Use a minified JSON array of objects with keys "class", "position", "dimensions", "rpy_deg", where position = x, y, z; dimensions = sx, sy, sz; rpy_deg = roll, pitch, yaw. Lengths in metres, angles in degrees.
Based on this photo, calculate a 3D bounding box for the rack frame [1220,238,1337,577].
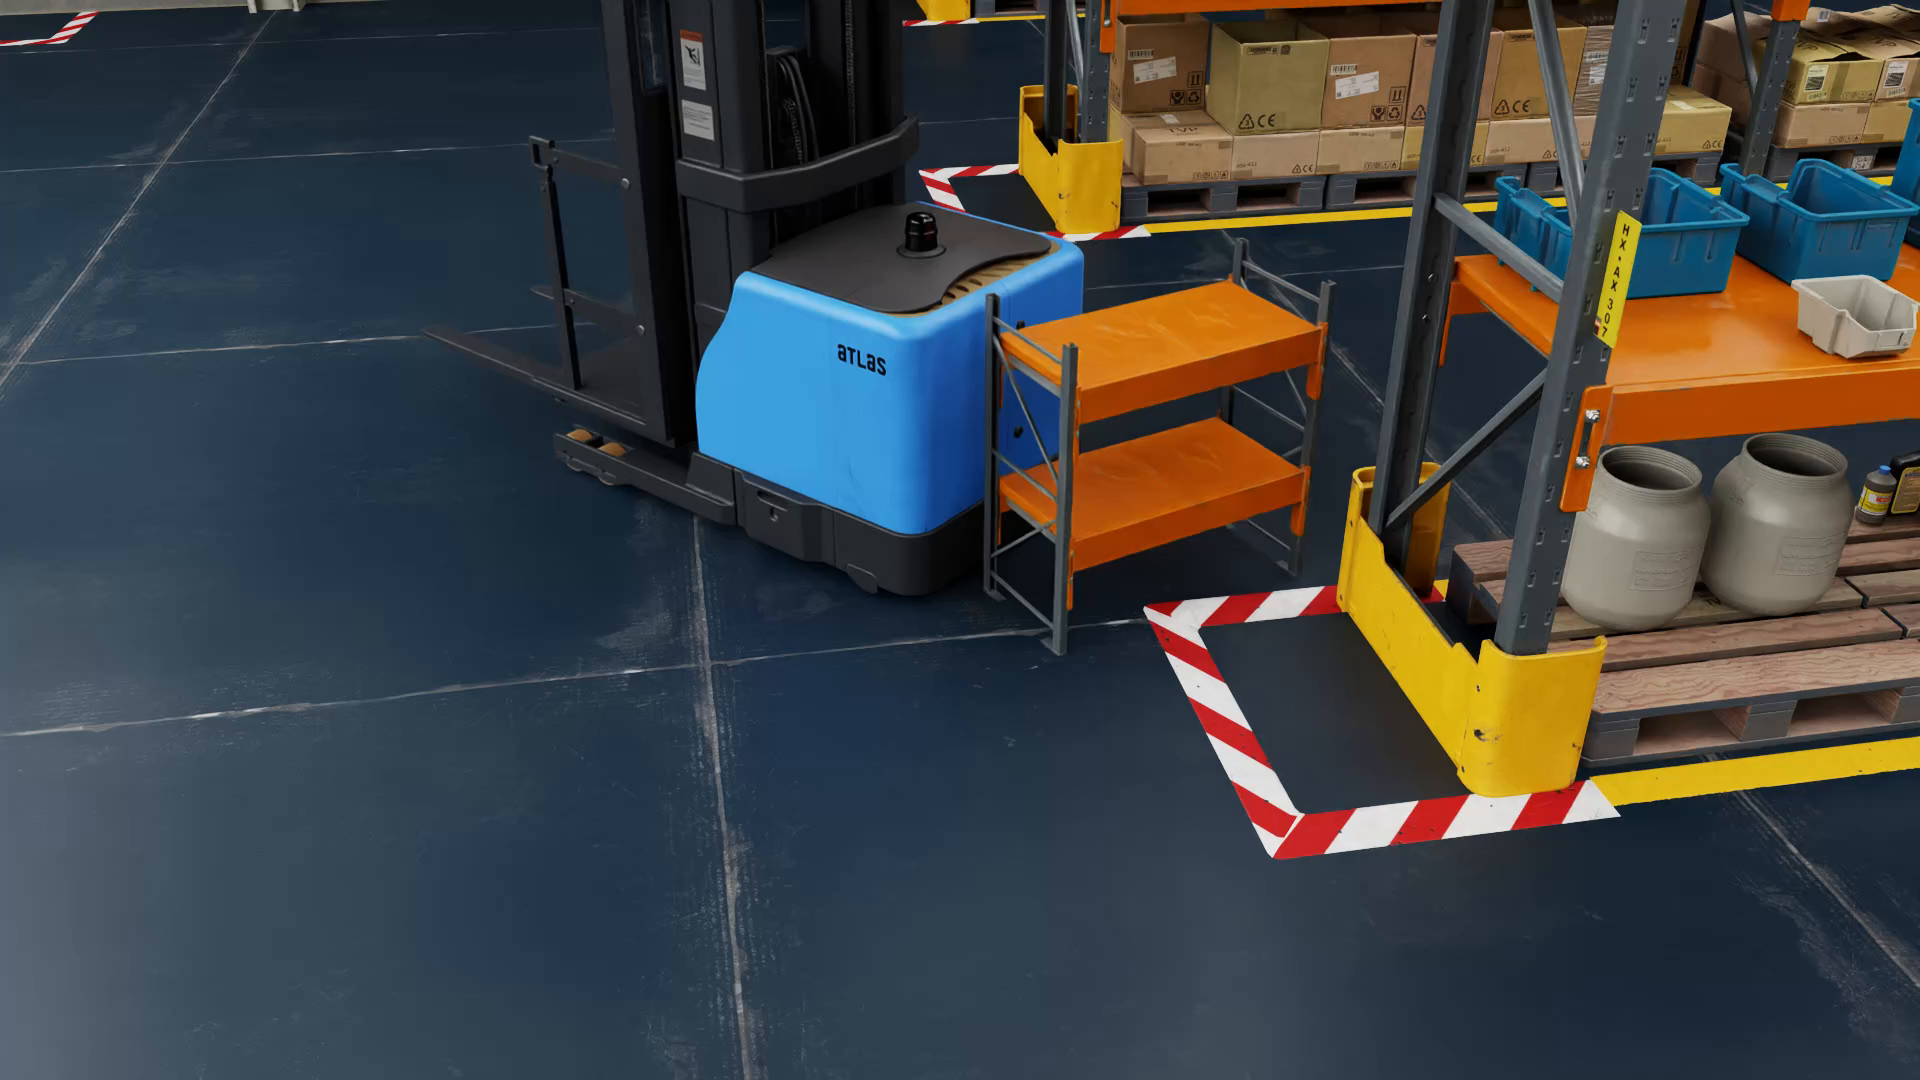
[{"class":"rack frame","position":[1.102,-0.463,5.928],"dimensions":[0.032,1.125,0.500],"rpy_deg":[-16,34,-25]}]

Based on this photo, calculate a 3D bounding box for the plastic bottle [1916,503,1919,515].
[{"class":"plastic bottle","position":[3.509,-0.209,5.899],"dimensions":[0.135,0.276,0.152],"rpy_deg":[-5,31,-9]}]

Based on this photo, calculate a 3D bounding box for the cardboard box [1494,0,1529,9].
[{"class":"cardboard box","position":[3.078,-2.974,9.907],"dimensions":[0.500,0.500,0.500],"rpy_deg":[-5,31,-9]}]

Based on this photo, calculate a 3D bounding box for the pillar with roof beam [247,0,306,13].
[{"class":"pillar with roof beam","position":[-4.850,-6.124,7.787],"dimensions":[0.400,9.000,9.100],"rpy_deg":[-5,31,-9]}]

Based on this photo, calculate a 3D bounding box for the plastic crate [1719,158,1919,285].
[{"class":"plastic crate","position":[2.607,-0.985,5.112],"dimensions":[0.408,0.251,0.499],"rpy_deg":[-5,31,-9]}]

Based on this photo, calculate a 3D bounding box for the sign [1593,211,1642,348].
[{"class":"sign","position":[1.623,-0.642,4.110],"dimensions":[0.005,0.325,0.100],"rpy_deg":[-5,31,-9]}]

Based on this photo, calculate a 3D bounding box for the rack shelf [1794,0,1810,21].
[{"class":"rack shelf","position":[6.542,-3.505,9.962],"dimensions":[4.000,0.370,1.077],"rpy_deg":[-5,31,-9]}]

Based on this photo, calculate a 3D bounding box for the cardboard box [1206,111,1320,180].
[{"class":"cardboard box","position":[1.699,-2.249,9.414],"dimensions":[0.500,0.250,0.500],"rpy_deg":[-5,31,-9]}]

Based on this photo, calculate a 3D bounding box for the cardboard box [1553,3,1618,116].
[{"class":"cardboard box","position":[3.664,-2.761,9.544],"dimensions":[0.500,0.500,0.500],"rpy_deg":[-5,31,-9]}]

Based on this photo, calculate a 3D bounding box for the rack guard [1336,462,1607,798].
[{"class":"rack guard","position":[1.595,0.250,5.332],"dimensions":[0.348,0.500,1.175],"rpy_deg":[-5,31,-9]}]

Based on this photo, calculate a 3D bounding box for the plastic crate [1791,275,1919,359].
[{"class":"plastic crate","position":[2.467,-0.605,4.580],"dimensions":[0.250,0.136,0.298],"rpy_deg":[-5,31,-9]}]

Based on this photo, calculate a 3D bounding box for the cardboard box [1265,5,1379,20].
[{"class":"cardboard box","position":[2.095,-2.883,9.751],"dimensions":[0.500,0.500,0.500],"rpy_deg":[-5,31,-9]}]

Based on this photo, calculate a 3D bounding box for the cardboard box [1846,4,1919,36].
[{"class":"cardboard box","position":[5.923,-3.145,10.385],"dimensions":[0.500,0.311,0.500],"rpy_deg":[-5,31,-9]}]

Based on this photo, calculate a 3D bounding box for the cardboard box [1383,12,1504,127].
[{"class":"cardboard box","position":[2.683,-2.660,9.373],"dimensions":[0.500,0.500,0.500],"rpy_deg":[-5,31,-9]}]

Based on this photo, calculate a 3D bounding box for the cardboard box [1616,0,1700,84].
[{"class":"cardboard box","position":[4.062,-3.066,10.063],"dimensions":[0.500,0.500,0.500],"rpy_deg":[-5,31,-9]}]

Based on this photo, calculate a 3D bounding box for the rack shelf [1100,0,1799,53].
[{"class":"rack shelf","position":[2.607,-3.140,9.341],"dimensions":[4.000,0.370,1.077],"rpy_deg":[-5,31,-9]}]

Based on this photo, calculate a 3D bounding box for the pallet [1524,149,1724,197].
[{"class":"pallet","position":[3.785,-2.379,10.088],"dimensions":[1.213,0.211,1.003],"rpy_deg":[-5,31,-9]}]

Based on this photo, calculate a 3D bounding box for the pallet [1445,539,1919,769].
[{"class":"pallet","position":[2.395,0.303,5.527],"dimensions":[1.213,0.211,1.003],"rpy_deg":[-5,31,-9]}]

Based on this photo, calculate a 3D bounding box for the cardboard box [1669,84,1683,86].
[{"class":"cardboard box","position":[4.064,-2.737,10.244],"dimensions":[0.500,0.250,0.500],"rpy_deg":[-5,31,-9]}]

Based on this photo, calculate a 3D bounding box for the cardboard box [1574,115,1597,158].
[{"class":"cardboard box","position":[3.664,-2.436,9.733],"dimensions":[0.500,0.250,0.500],"rpy_deg":[-5,31,-9]}]

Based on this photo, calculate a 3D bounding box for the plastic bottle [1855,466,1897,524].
[{"class":"plastic bottle","position":[3.256,-0.167,5.902],"dimensions":[0.097,0.201,0.097],"rpy_deg":[0,30,0]}]

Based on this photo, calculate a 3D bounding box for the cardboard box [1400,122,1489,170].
[{"class":"cardboard box","position":[2.683,-2.337,9.564],"dimensions":[0.500,0.250,0.500],"rpy_deg":[-5,31,-9]}]

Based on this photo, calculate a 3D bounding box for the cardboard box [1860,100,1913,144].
[{"class":"cardboard box","position":[5.519,-2.588,9.990],"dimensions":[0.500,0.250,0.500],"rpy_deg":[-5,31,-8]}]

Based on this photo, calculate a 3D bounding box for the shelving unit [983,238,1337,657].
[{"class":"shelving unit","position":[0.661,-0.335,5.710],"dimensions":[1.048,1.125,0.538],"rpy_deg":[-16,34,-25]}]

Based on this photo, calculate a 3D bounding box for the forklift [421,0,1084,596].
[{"class":"forklift","position":[-1.010,-1.669,6.196],"dimensions":[3.031,2.935,1.130],"rpy_deg":[22,37,32]}]

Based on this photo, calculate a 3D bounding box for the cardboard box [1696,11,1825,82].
[{"class":"cardboard box","position":[4.921,-3.050,10.223],"dimensions":[0.500,0.311,0.500],"rpy_deg":[-5,31,-9]}]

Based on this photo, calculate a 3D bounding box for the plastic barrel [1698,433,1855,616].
[{"class":"plastic barrel","position":[2.655,-0.050,5.416],"dimensions":[0.421,0.512,0.421],"rpy_deg":[0,30,0]}]

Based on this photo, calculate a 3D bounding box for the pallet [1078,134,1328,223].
[{"class":"pallet","position":[1.385,-2.156,9.709],"dimensions":[1.213,0.211,1.003],"rpy_deg":[-5,31,-9]}]

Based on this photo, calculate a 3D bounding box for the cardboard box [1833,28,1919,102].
[{"class":"cardboard box","position":[5.519,-2.827,9.843],"dimensions":[0.500,0.311,0.500],"rpy_deg":[-6,31,-10]}]

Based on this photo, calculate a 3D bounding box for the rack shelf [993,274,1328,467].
[{"class":"rack shelf","position":[0.661,-0.587,5.561],"dimensions":[1.000,0.278,0.538],"rpy_deg":[-16,34,-25]}]

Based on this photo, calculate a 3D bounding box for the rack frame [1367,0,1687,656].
[{"class":"rack frame","position":[1.528,-0.798,4.647],"dimensions":[0.127,3.000,1.000],"rpy_deg":[-5,31,-9]}]

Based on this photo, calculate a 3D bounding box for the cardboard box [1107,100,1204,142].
[{"class":"cardboard box","position":[1.114,-2.460,9.772],"dimensions":[0.500,0.250,0.500],"rpy_deg":[-5,31,-9]}]

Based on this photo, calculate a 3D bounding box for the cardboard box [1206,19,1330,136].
[{"class":"cardboard box","position":[1.699,-2.571,9.222],"dimensions":[0.500,0.500,0.500],"rpy_deg":[-5,31,-9]}]
